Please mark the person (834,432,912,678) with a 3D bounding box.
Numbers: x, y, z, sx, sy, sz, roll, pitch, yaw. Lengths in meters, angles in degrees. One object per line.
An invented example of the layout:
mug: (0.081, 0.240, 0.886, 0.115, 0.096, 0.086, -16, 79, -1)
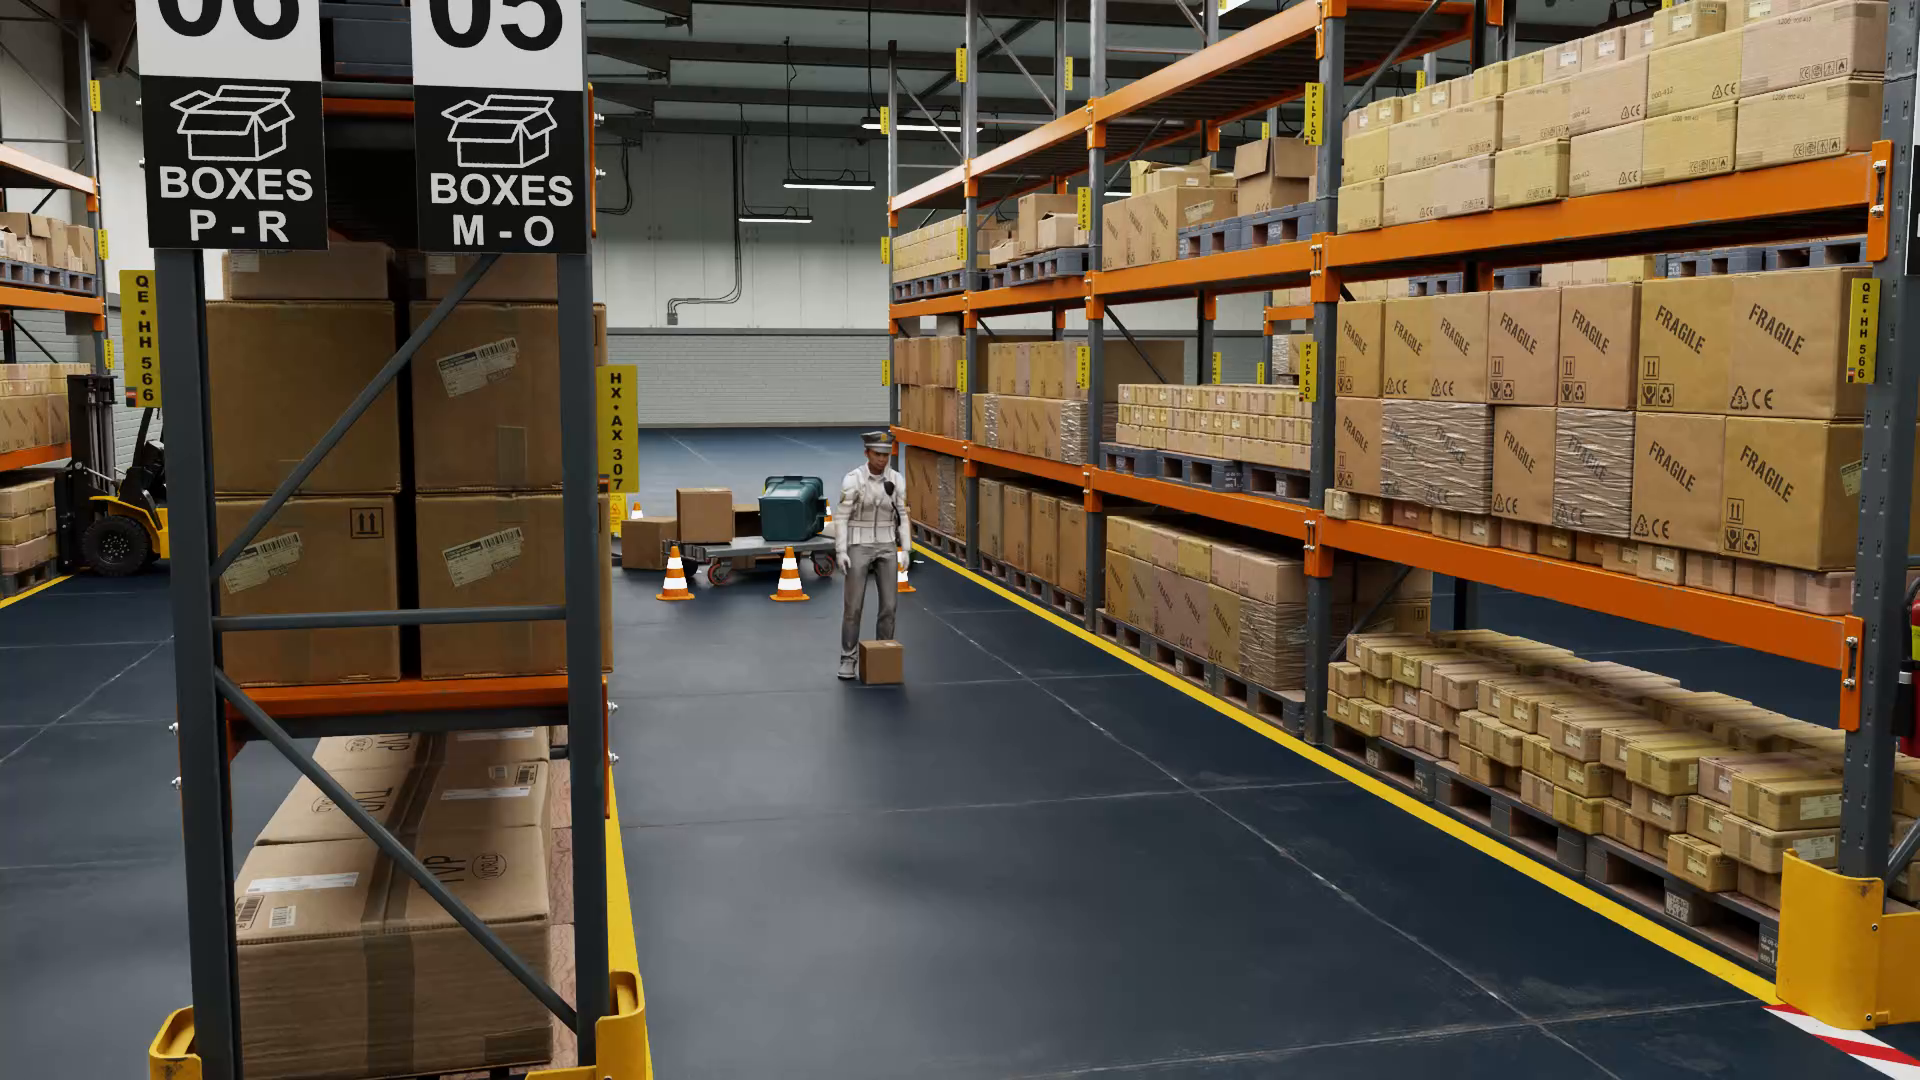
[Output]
person: (-0.593, 0.092, 11.324, 0.540, 1.663, 0.376, -2, 7, -17)
